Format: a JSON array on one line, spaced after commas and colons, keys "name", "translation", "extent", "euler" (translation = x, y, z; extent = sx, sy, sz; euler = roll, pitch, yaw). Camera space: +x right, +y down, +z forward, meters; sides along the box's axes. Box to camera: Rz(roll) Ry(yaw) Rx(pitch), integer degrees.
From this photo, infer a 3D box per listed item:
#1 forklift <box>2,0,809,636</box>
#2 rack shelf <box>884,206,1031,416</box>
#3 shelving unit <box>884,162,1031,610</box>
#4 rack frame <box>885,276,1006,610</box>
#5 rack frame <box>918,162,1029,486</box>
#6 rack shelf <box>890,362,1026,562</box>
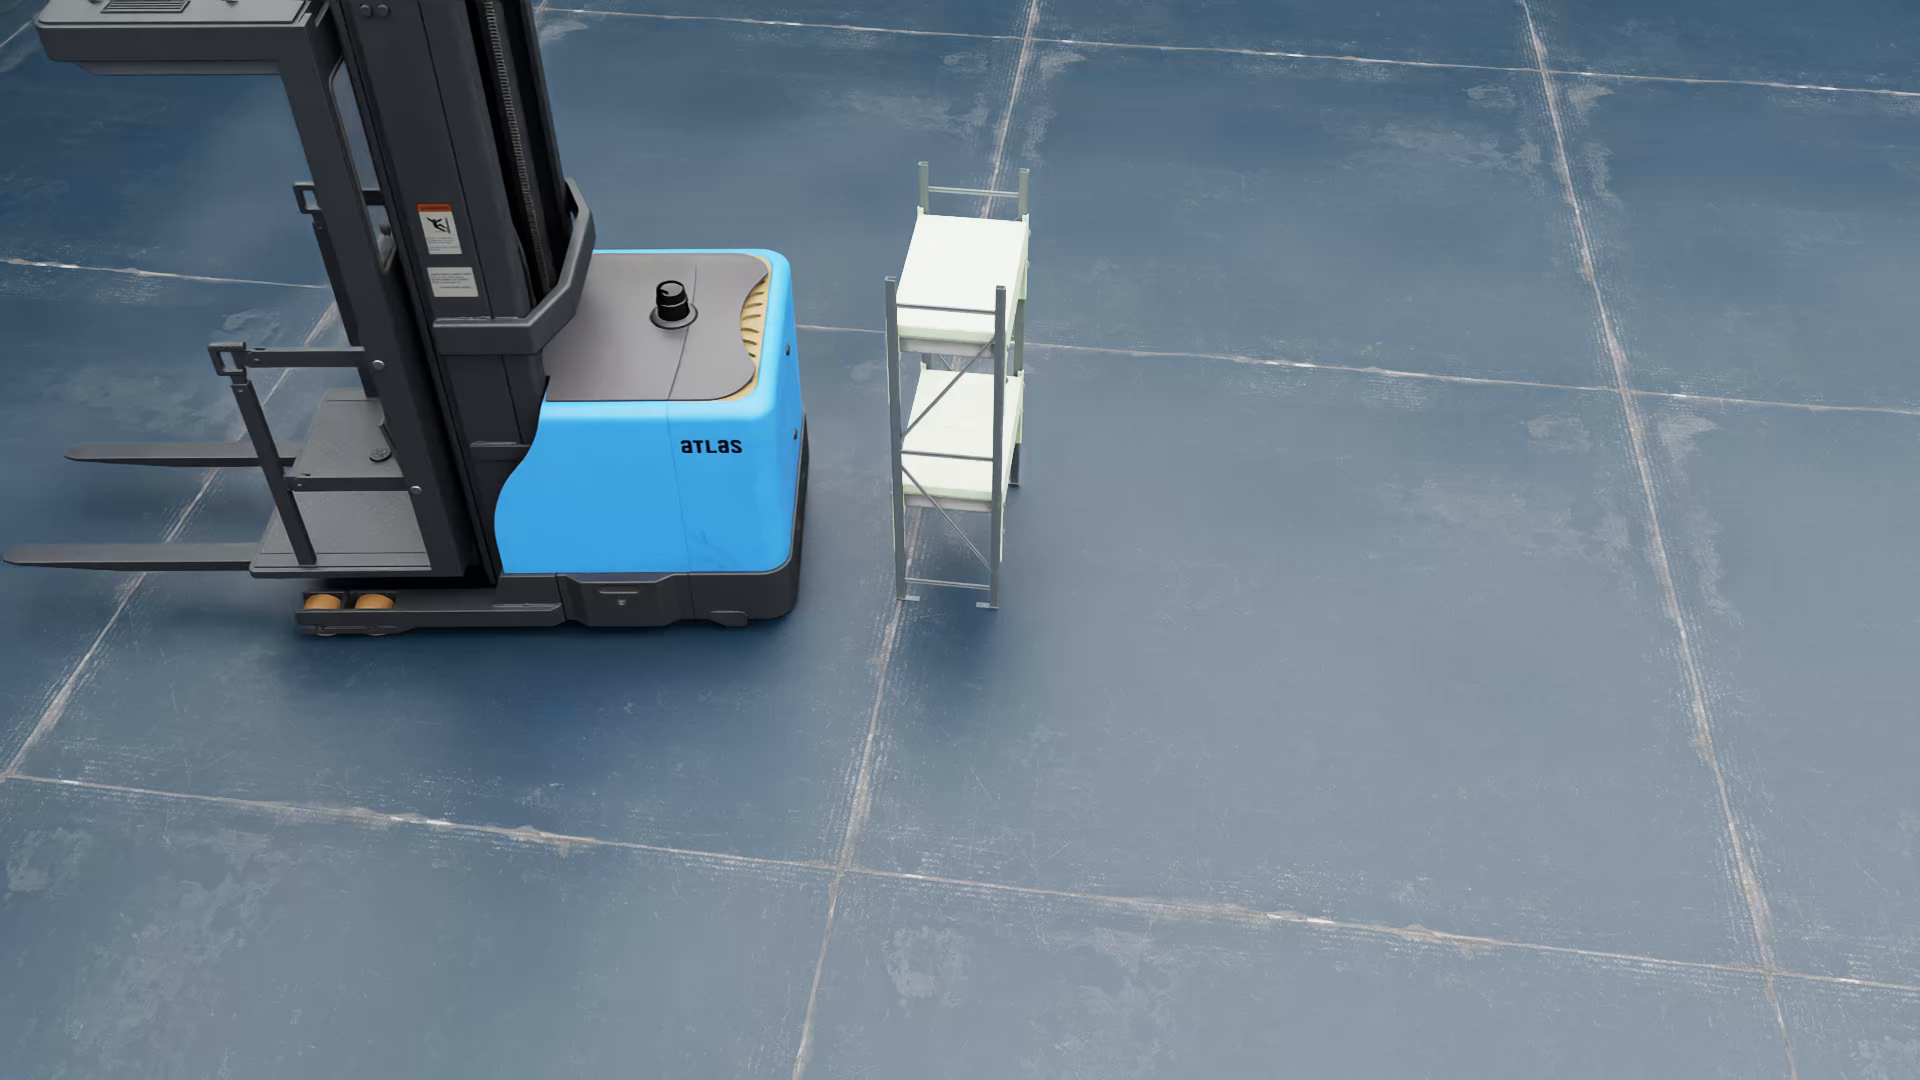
[{"name": "forklift", "translation": [-2.147, -1.064, 5.742], "extent": [3.031, 2.935, 1.130], "euler": [0, 43, 0]}, {"name": "rack shelf", "translation": [0.001, -0.833, 5.971], "extent": [0.431, 0.370, 0.720], "euler": [5, 44, 6]}, {"name": "shelving unit", "translation": [0.001, -0.549, 6.239], "extent": [0.431, 1.500, 0.755], "euler": [5, 44, 6]}, {"name": "rack frame", "translation": [-0.048, -0.300, 5.976], "extent": [0.400, 1.500, 0.023], "euler": [5, 44, 6]}, {"name": "rack frame", "translation": [0.049, -0.799, 6.503], "extent": [0.400, 1.500, 0.023], "euler": [5, 44, 6]}, {"name": "rack shelf", "translation": [0.001, -0.312, 6.463], "extent": [0.431, 0.370, 0.720], "euler": [5, 44, 6]}]
